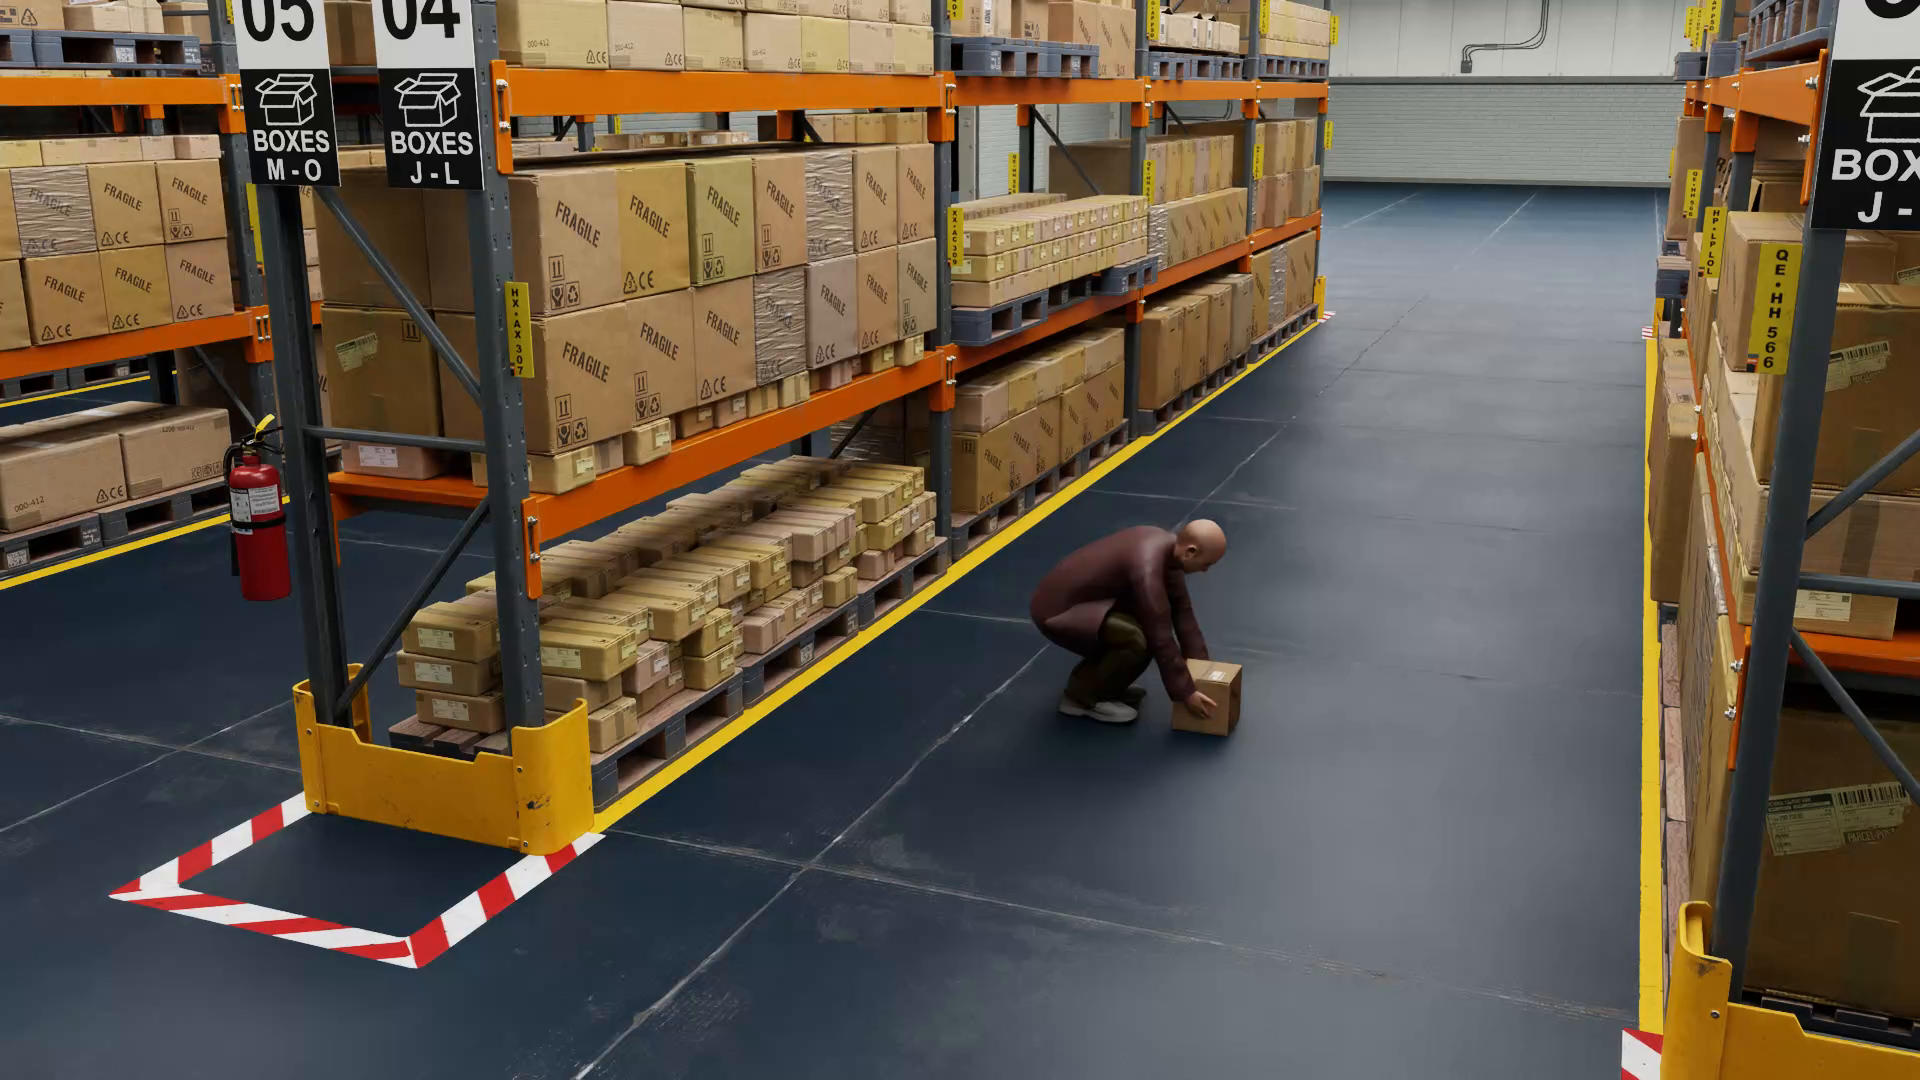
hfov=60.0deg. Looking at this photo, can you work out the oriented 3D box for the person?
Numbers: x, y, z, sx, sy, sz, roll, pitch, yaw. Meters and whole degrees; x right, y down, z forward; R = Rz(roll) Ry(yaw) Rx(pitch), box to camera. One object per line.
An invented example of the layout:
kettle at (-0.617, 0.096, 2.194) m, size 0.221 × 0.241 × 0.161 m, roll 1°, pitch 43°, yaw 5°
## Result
person at (0.759, 0.336, 7.458) m, size 0.908 × 0.918 × 0.603 m, roll 6°, pitch 16°, yaw 21°
